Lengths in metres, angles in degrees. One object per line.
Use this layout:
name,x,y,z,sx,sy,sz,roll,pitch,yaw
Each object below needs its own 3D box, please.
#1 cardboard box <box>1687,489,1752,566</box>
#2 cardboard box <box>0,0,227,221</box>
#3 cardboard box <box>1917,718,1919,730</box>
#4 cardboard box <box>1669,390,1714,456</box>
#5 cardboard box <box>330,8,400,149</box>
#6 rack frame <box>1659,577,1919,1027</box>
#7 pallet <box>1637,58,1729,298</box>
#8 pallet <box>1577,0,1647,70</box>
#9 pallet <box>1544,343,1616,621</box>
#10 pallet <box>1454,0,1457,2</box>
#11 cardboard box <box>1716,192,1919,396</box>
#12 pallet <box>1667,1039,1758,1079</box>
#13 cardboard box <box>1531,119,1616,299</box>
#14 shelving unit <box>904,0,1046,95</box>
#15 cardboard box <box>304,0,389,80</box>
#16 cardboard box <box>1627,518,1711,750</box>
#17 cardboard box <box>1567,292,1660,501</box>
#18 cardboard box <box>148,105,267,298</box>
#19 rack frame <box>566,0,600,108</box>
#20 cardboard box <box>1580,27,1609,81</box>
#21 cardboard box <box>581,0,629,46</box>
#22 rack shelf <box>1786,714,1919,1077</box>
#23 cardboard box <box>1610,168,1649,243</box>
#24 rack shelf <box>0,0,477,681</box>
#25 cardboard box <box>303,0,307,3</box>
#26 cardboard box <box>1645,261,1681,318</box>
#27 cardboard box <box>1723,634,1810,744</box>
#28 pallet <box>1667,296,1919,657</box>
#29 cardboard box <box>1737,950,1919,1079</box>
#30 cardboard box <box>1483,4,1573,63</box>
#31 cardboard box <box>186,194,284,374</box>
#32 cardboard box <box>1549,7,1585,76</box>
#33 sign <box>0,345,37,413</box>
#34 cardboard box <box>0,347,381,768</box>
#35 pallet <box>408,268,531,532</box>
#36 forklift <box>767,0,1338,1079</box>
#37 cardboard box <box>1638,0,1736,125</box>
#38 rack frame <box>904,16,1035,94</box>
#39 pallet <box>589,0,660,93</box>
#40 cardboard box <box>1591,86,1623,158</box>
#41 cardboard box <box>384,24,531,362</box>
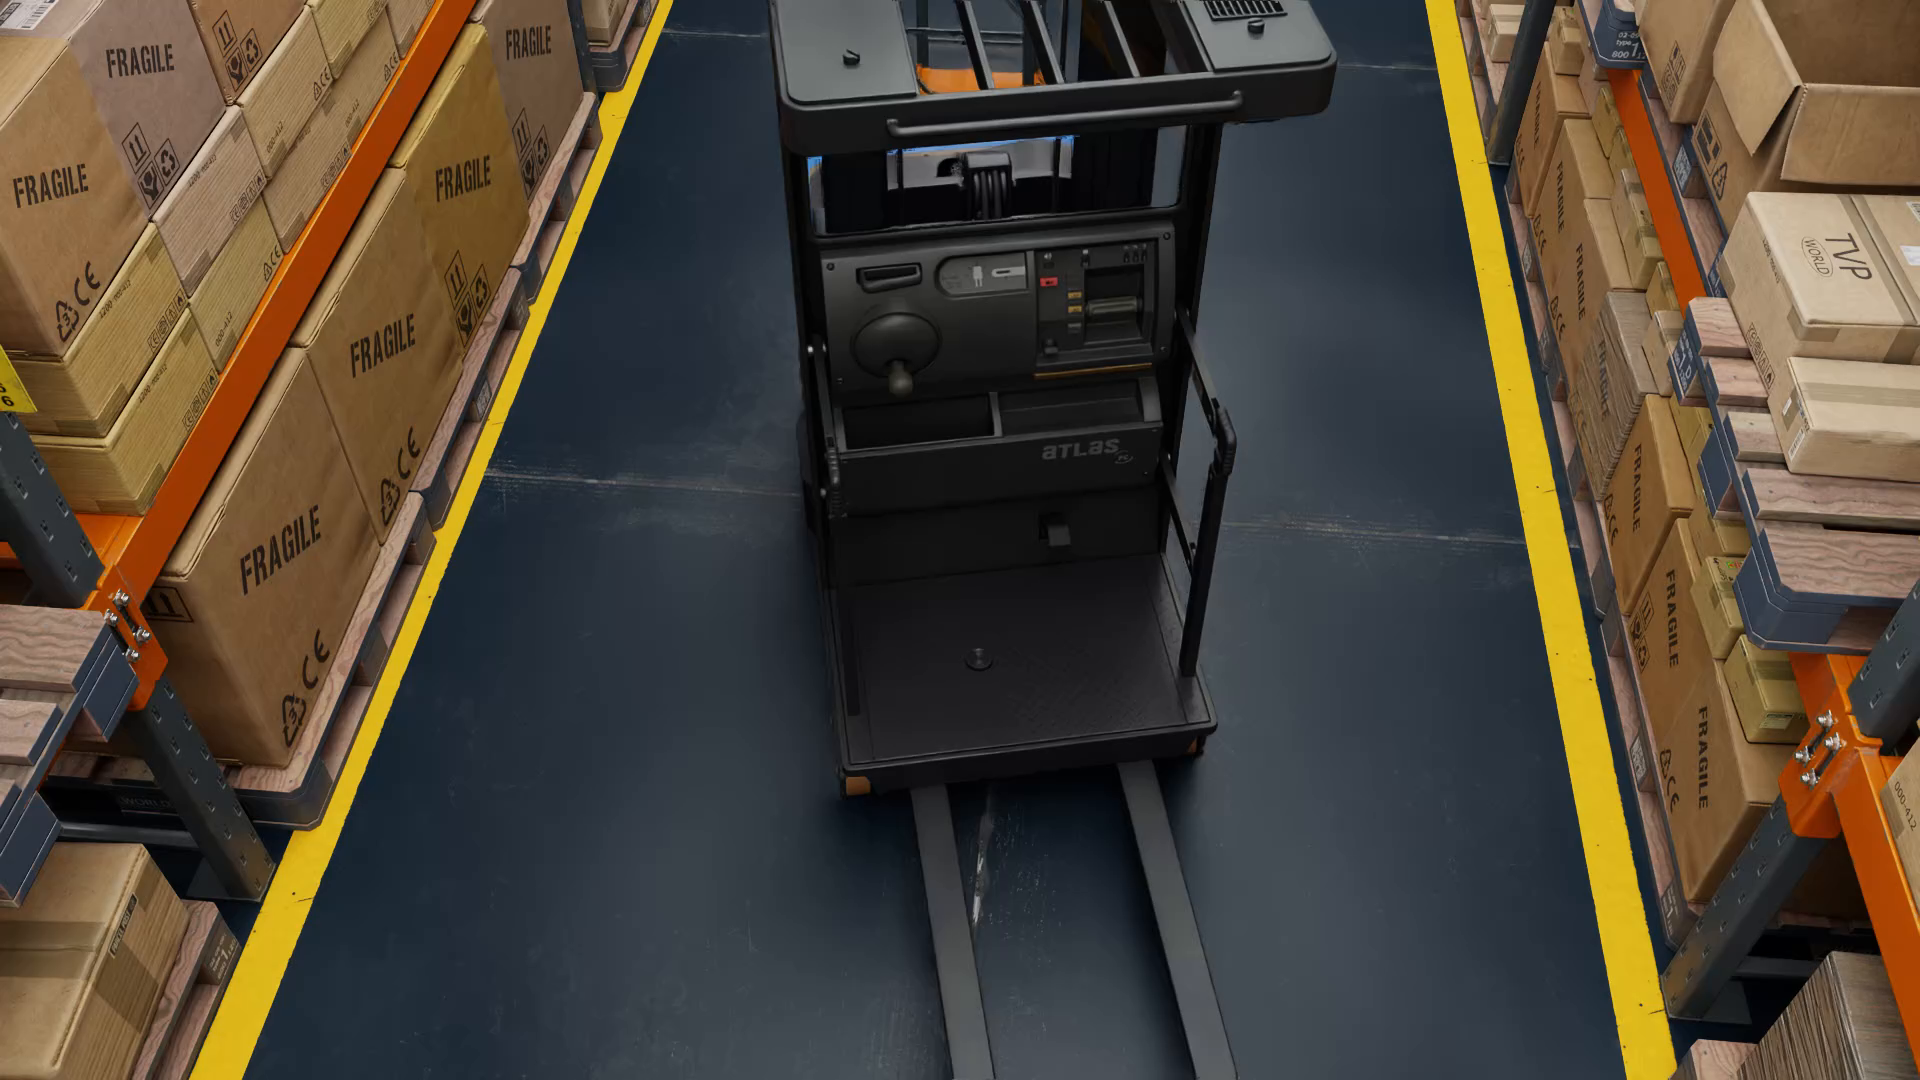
cardboard box,2.294,-0.002,4.689,0.380,0.149,0.250,2,48,2
cardboard box,-2.180,-1.126,4.001,0.500,0.500,0.500,4,48,4
cardboard box,2.130,0.478,3.043,0.500,0.250,0.500,4,48,3
cardboard box,2.385,-0.377,5.031,0.380,0.149,0.250,3,48,3
cardboard box,-2.085,-1.462,5.156,0.500,0.250,0.500,4,48,4
rack frame,2.439,0.288,3.454,1.000,3.000,0.127,4,48,4
pallet,2.612,-1.077,4.832,1.003,0.211,1.213,4,48,4
pallet,2.622,-2.007,5.683,1.003,0.211,1.213,4,48,4
pallet,2.658,-0.211,5.800,1.003,0.211,1.213,4,48,4
pallet,2.976,-3.114,8.455,1.003,0.211,1.213,4,48,4
cardboard box,2.213,-0.600,4.083,0.500,0.250,0.500,2,48,2
pallet,2.325,1.831,3.932,1.003,0.211,1.213,4,48,4
cardboard box,2.497,-1.217,6.240,0.500,0.500,0.500,3,48,3
shelving unit,0.038,-1.583,6.182,0.587,1.500,1.083,4,48,3
cardboard box,-2.047,-1.634,4.975,0.500,0.250,0.500,5,48,4
cardboard box,2.320,0.298,4.855,0.500,0.500,0.500,3,48,3
cardboard box,2.393,-0.470,5.557,0.500,0.500,0.500,2,48,2
cardboard box,-2.164,-0.897,4.300,0.500,0.250,0.500,5,48,4
rack frame,-2.140,-2.983,6.445,1.000,3.000,0.127,4,48,4
cardboard box,2.530,-1.829,6.158,0.380,0.149,0.250,2,48,2
cardboard box,-1.976,-2.714,7.651,0.875,0.438,0.875,3,48,3
rack shelf,2.257,2.000,2.375,1.077,0.370,4.000,4,48,4
cardboard box,2.474,-1.141,5.731,0.380,0.149,0.250,4,48,3
rack shelf,-2.322,-1.270,5.366,1.077,0.370,4.000,4,48,4
cardboard box,-2.068,-1.875,4.687,0.500,0.500,0.500,5,48,4
cardboard box,2.454,-0.759,5.381,0.380,0.149,0.250,4,48,4
cardboard box,2.232,0.391,4.330,0.380,0.149,0.250,2,48,2
pallet,2.431,-0.150,3.985,1.213,0.211,1.003,4,48,4
cardboard box,2.369,1.405,3.757,0.875,0.625,0.625,5,48,5
cardboard box,2.562,-2.260,7.432,0.380,0.149,0.250,3,48,2
cardboard box,-2.180,-0.714,4.472,0.500,0.250,0.500,3,48,2
cardboard box,2.506,-1.923,6.446,0.380,0.149,0.250,6,48,5
sign,-1.963,-0.378,3.332,0.100,0.325,0.005,4,48,4
cardboard box,-2.359,0.030,4.845,0.875,0.875,0.875,3,48,3
pallet,-2.244,-0.570,6.129,1.003,0.211,1.213,4,48,4
forklift,0.141,-0.504,4.225,1.130,2.935,3.031,-6,48,-6
cardboard box,2.418,-1.529,4.764,0.700,0.500,0.500,4,48,3
rack frame,-0.006,-1.203,5.834,0.500,1.500,0.032,4,48,3
pallet,-1.993,-2.595,7.980,1.003,0.211,1.213,4,48,4
cardboard box,2.546,-1.525,6.082,0.380,0.149,0.250,2,48,2
cardboard box,-2.191,-1.282,6.045,0.875,0.875,0.875,5,48,5
